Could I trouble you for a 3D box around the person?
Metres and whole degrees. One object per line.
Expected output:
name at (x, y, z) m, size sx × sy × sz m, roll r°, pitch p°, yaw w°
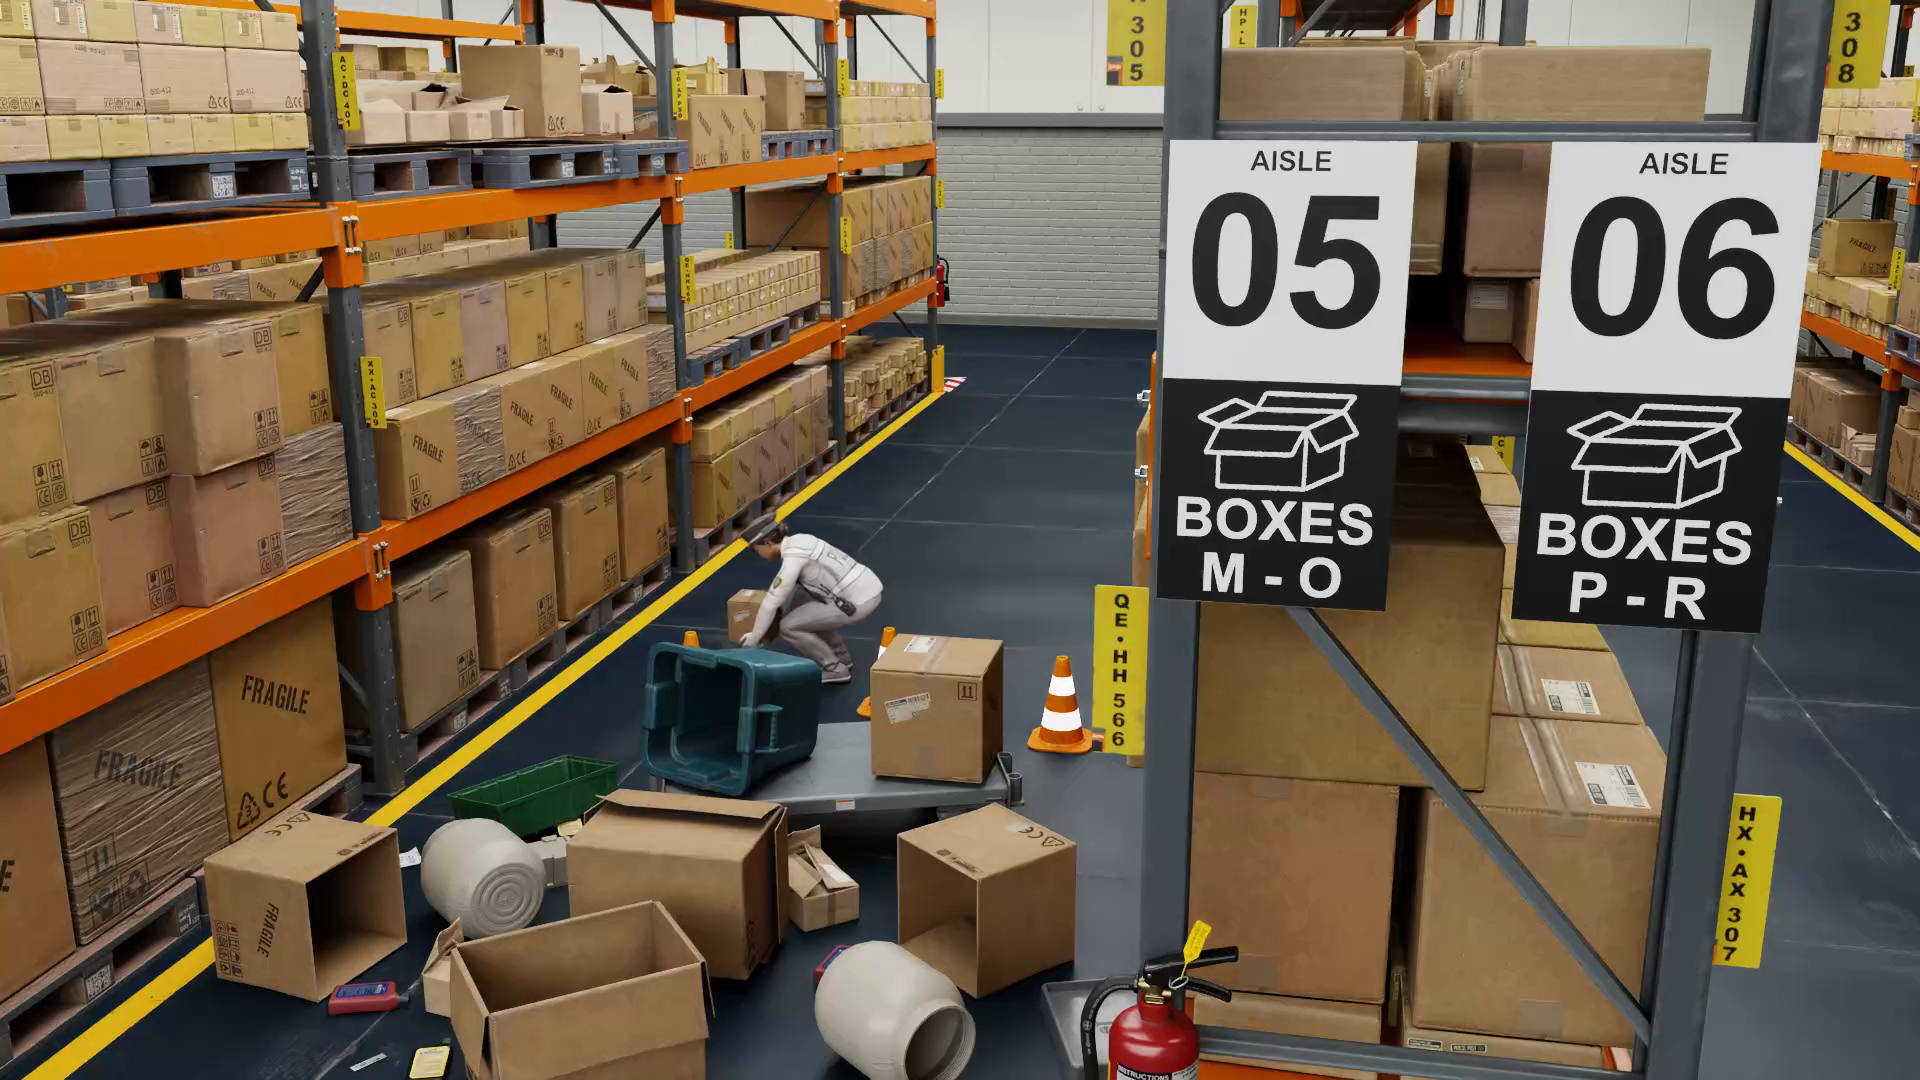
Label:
person at (-0.866, 0.323, 9.641) m, size 0.817 × 0.983 × 0.484 m, roll 3°, pitch 15°, yaw 11°
